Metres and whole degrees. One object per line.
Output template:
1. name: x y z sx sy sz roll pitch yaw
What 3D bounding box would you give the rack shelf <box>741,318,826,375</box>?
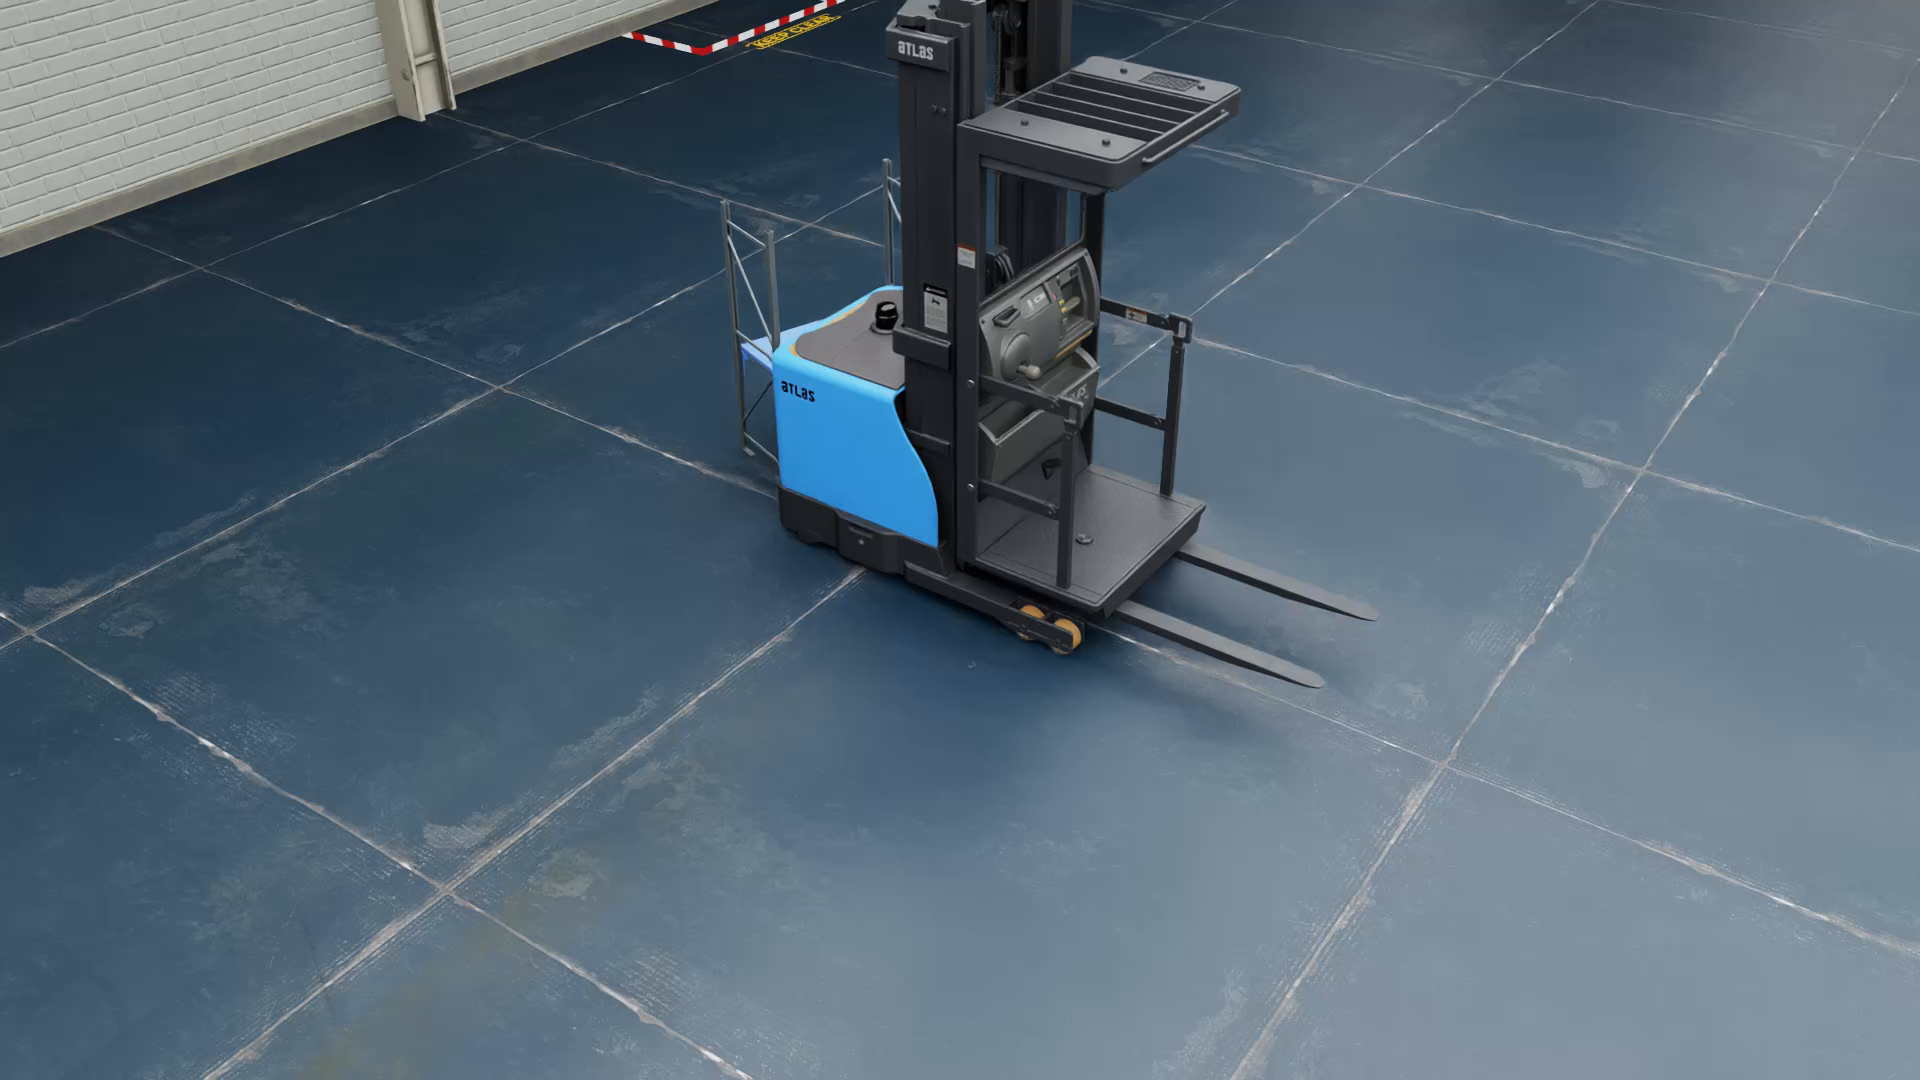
1. rack shelf: -0.684 -1.055 9.292 1.000 0.185 0.538 -22 40 -29

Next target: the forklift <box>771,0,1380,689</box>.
1. forklift: 0.548 -1.009 7.626 3.031 2.935 1.130 21 39 28

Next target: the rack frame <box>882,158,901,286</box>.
1. rack frame: -0.271 -1.370 9.437 0.032 1.500 0.500 -22 40 -29

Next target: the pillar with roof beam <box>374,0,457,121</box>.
1. pillar with roof beam: -0.998 -5.999 9.588 9.100 9.000 0.400 21 39 28

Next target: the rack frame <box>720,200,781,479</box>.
1. rack frame: -1.097 -1.038 8.945 0.032 1.500 0.500 -22 40 -29

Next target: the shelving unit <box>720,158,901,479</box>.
1. shelving unit: -0.684 -1.204 9.191 1.048 1.500 0.538 -22 40 -29
